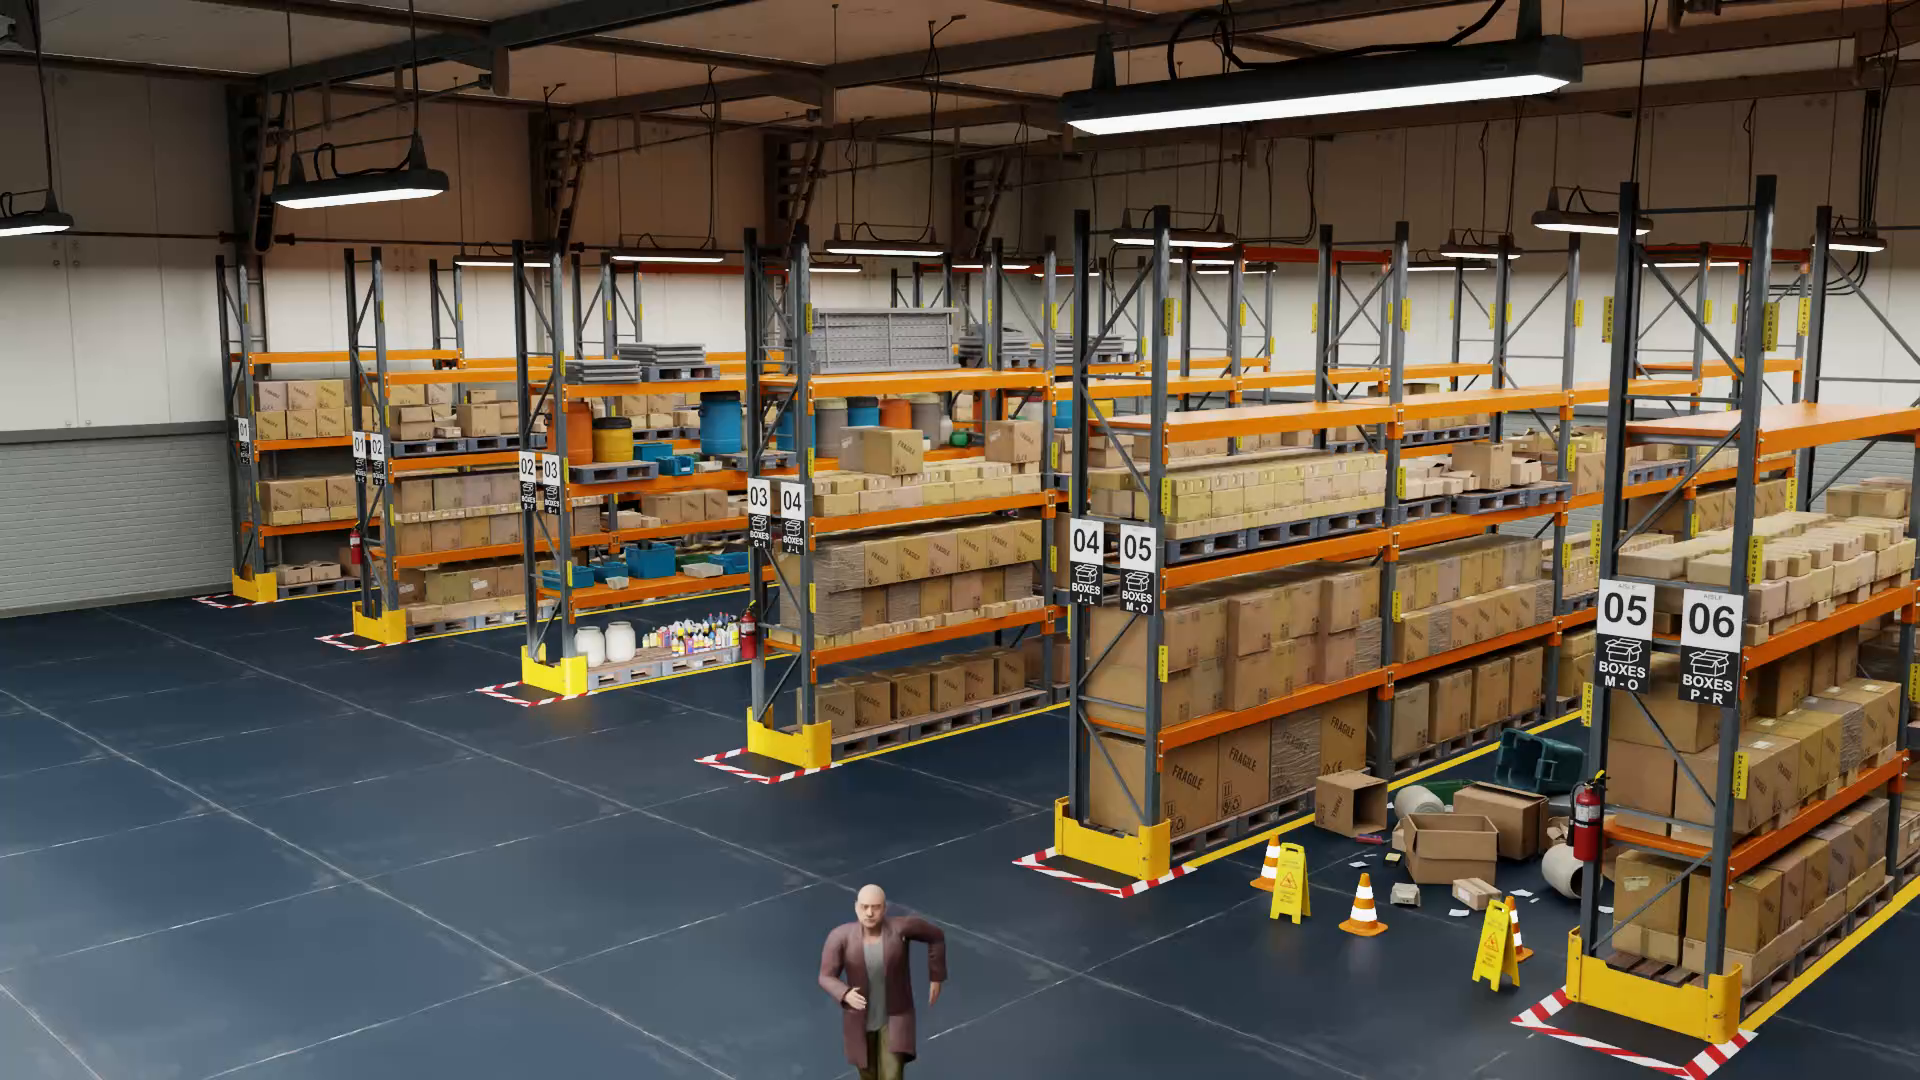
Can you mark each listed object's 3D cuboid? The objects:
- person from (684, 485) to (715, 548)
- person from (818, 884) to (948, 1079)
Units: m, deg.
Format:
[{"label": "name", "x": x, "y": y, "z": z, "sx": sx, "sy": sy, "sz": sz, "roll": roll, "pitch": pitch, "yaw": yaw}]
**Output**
[{"label": "person", "x": -5.211, "y": -0.366, "z": 33.061, "sx": 0.662, "sy": 1.759, "sz": 0.805, "roll": 6, "pitch": 10, "yaw": 37}, {"label": "person", "x": -0.467, "y": 2.897, "z": 9.991, "sx": 0.759, "sy": 1.727, "sz": 0.793, "roll": 0, "pitch": 8, "yaw": 3}]
